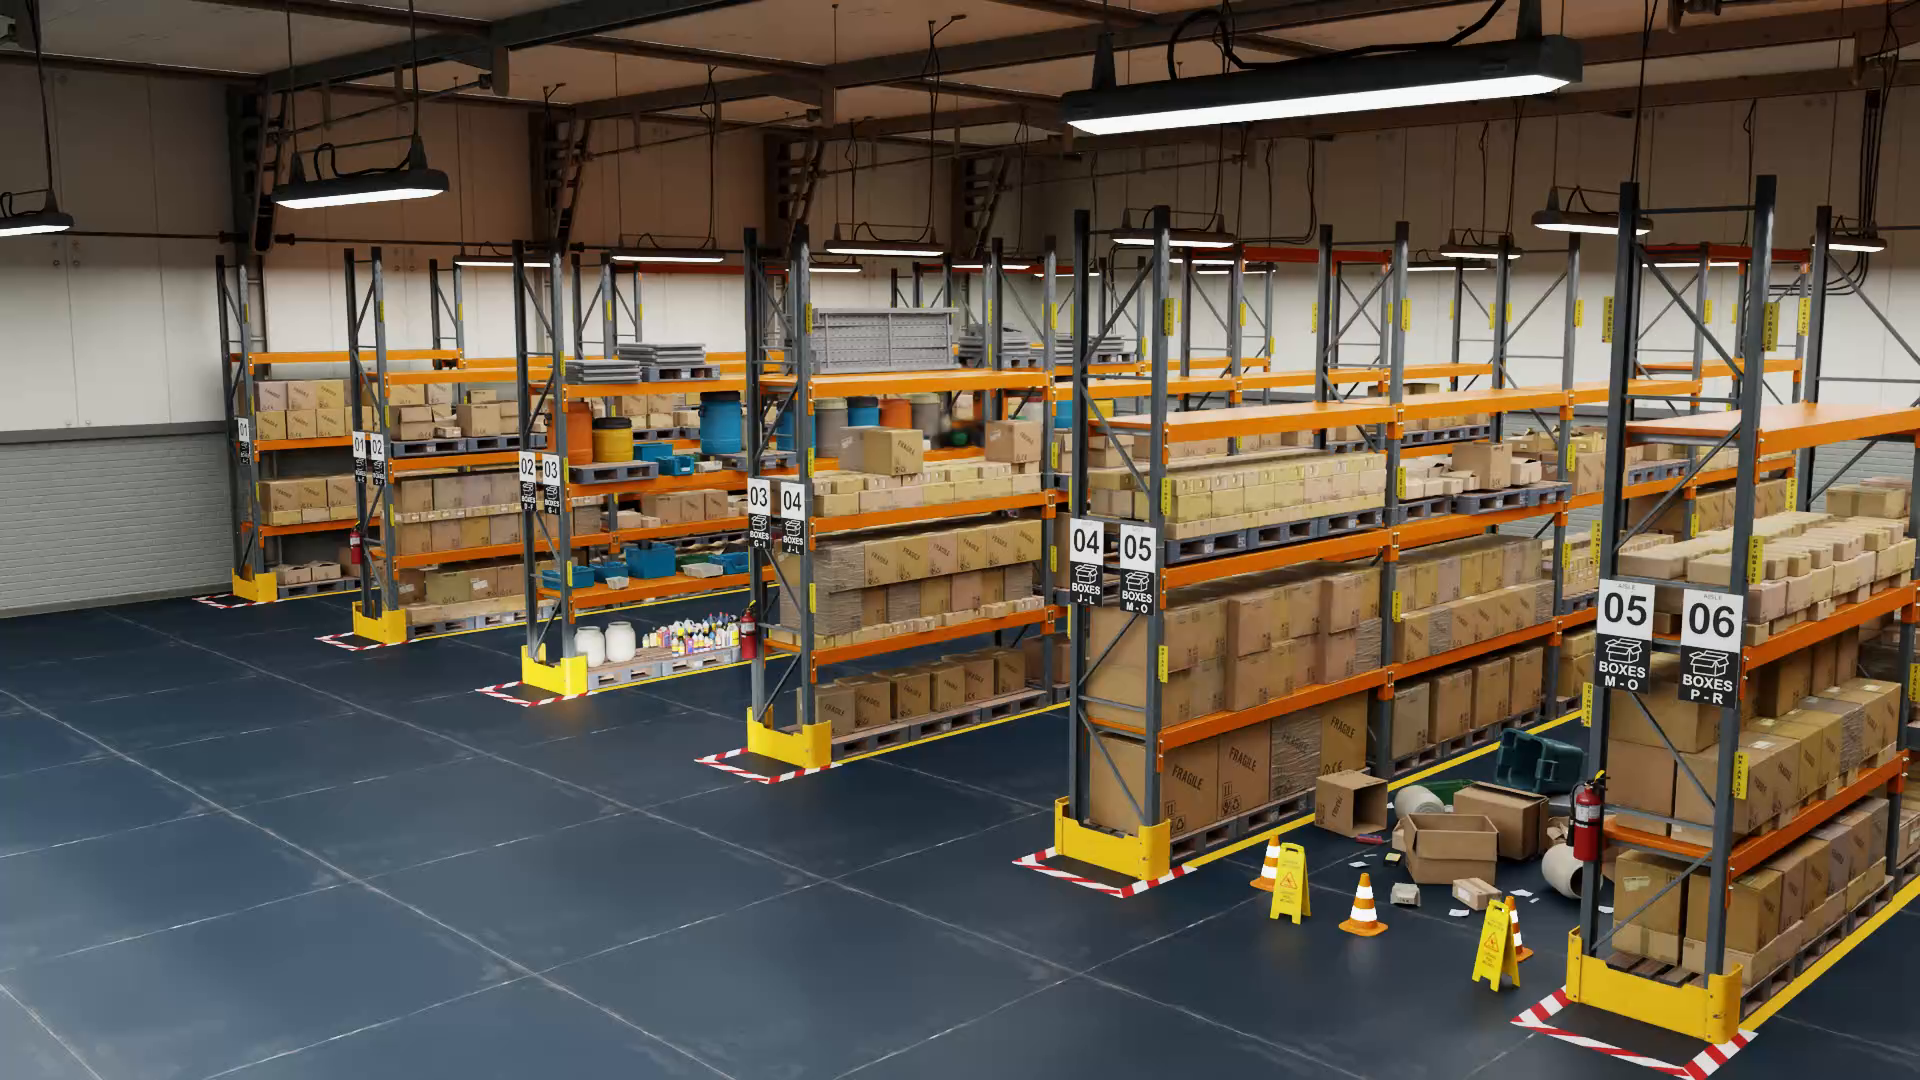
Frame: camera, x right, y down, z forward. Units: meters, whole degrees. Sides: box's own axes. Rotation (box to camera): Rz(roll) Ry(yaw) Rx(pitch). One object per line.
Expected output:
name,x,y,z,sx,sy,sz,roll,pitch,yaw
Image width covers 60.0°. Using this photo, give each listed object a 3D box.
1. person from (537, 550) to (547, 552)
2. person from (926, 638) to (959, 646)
person,-7.515,0.066,29.827,0.643,1.823,0.736,7,11,42
person,-0.265,0.632,23.867,0.663,1.761,0.710,6,10,35
